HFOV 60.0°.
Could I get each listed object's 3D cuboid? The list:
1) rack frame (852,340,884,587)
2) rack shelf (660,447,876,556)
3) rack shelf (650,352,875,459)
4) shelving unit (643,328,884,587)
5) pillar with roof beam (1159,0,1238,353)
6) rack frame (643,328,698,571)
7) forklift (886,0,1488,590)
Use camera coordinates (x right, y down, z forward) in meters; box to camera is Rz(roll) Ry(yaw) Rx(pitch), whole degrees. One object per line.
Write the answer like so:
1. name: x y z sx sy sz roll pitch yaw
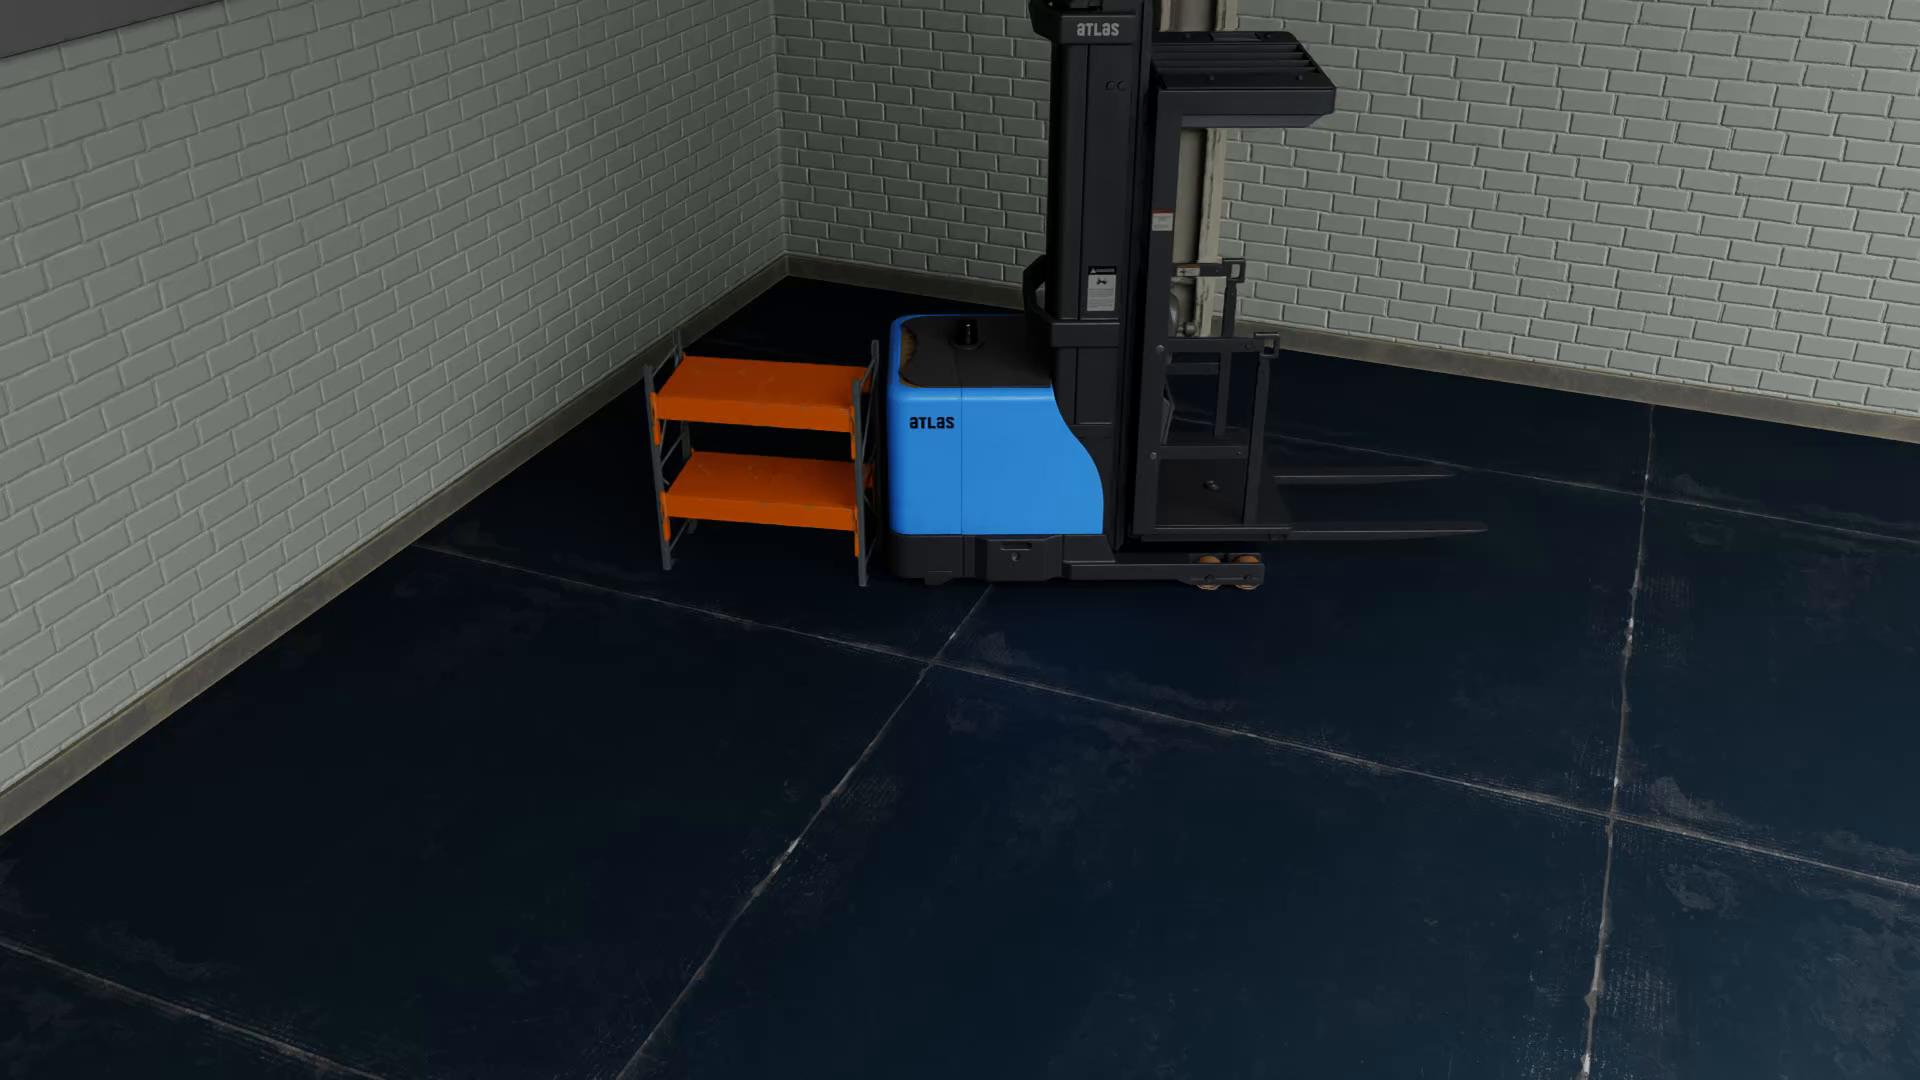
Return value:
1. rack frame: -0.454 -0.376 8.273 0.032 1.125 0.500 4 30 8
2. rack shelf: -0.956 -0.203 8.462 1.000 0.278 0.538 4 30 8
3. rack shelf: -0.956 -0.670 8.198 1.000 0.278 0.538 4 30 8
4. shelving unit: -0.956 -0.416 8.342 1.048 1.125 0.538 4 30 8
5. pillar with roof beam: -0.174 -3.290 5.426 0.400 9.000 9.100 11 31 19
6. rack frame: -1.458 -0.455 8.411 0.032 1.125 0.500 4 30 8
7. forklift: 1.147 -1.289 8.052 3.031 2.935 1.130 0 29 -1
